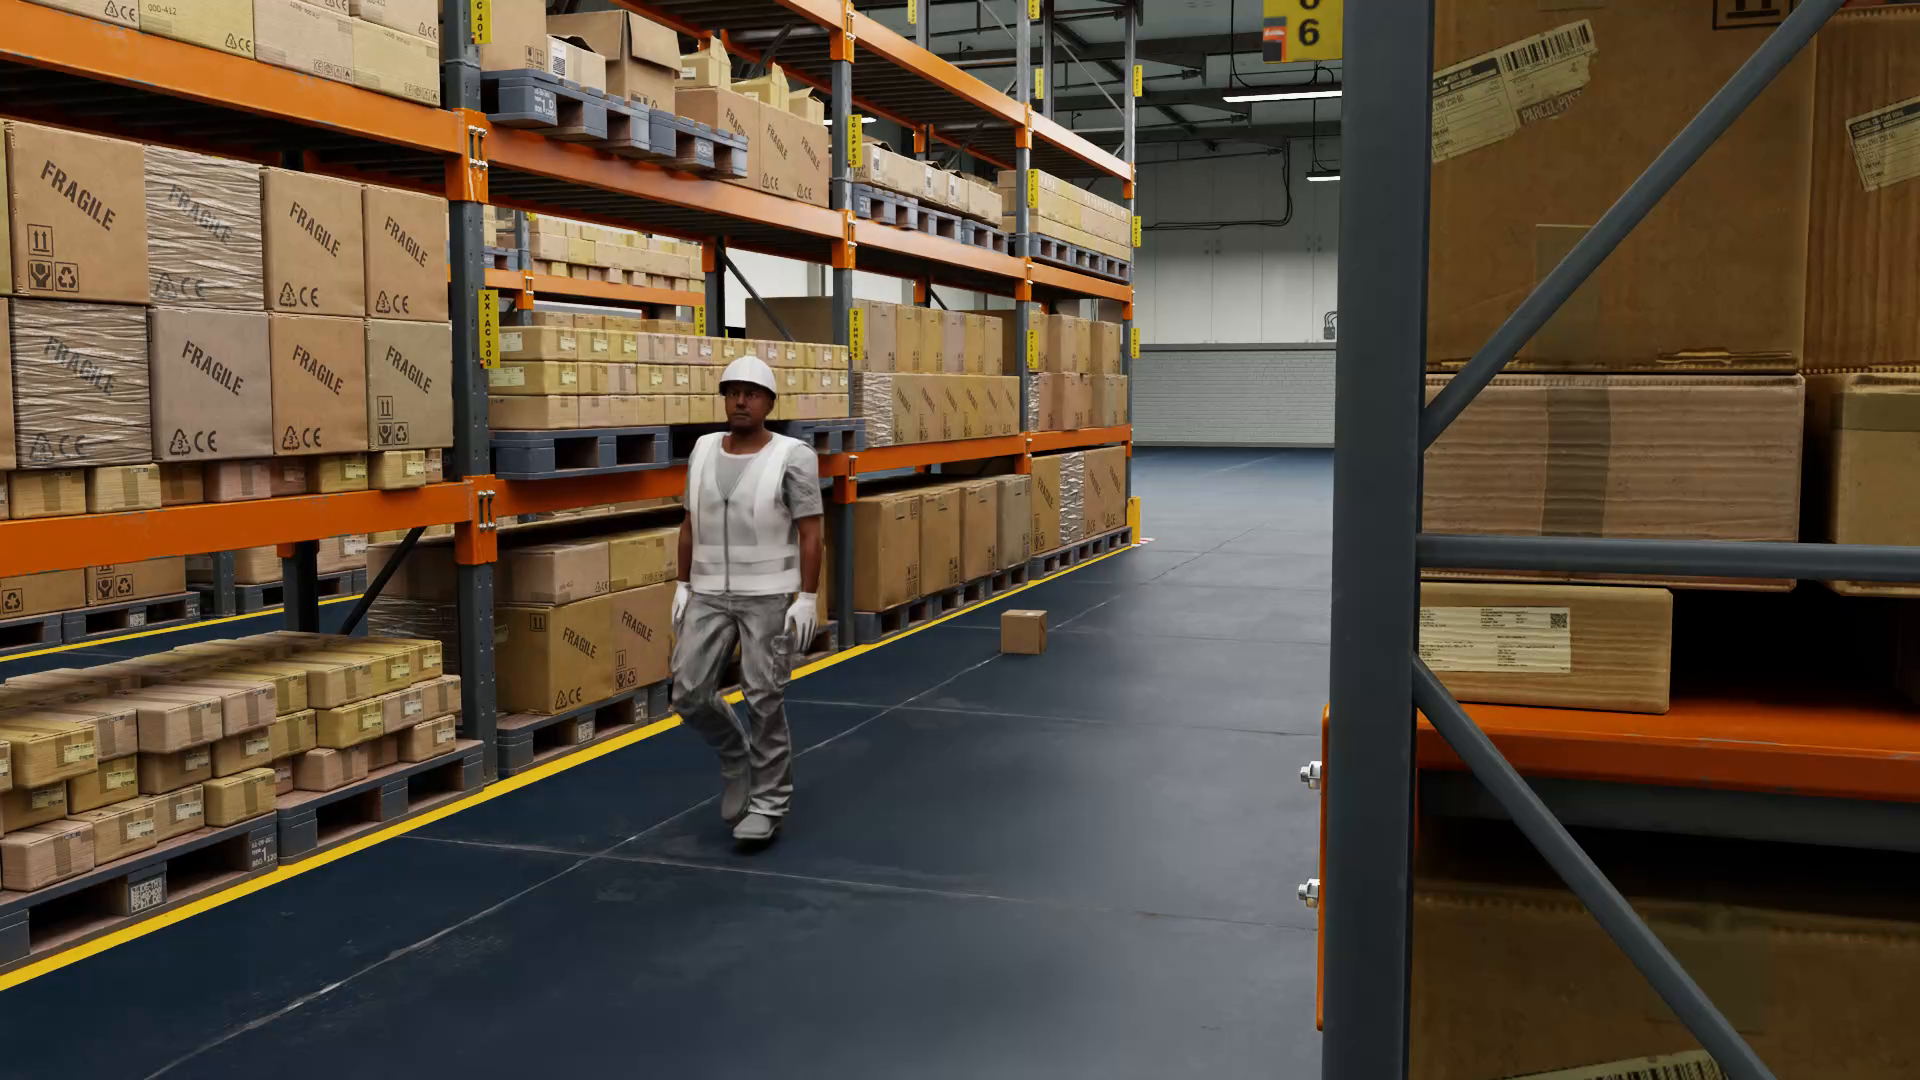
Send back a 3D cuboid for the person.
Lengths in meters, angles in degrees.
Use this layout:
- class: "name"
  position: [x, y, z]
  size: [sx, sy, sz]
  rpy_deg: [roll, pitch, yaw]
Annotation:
- class: "person"
  position: [-0.803, 0.212, 6.142]
  size: [0.615, 1.776, 0.484]
  rpy_deg: [2, 5, 18]
